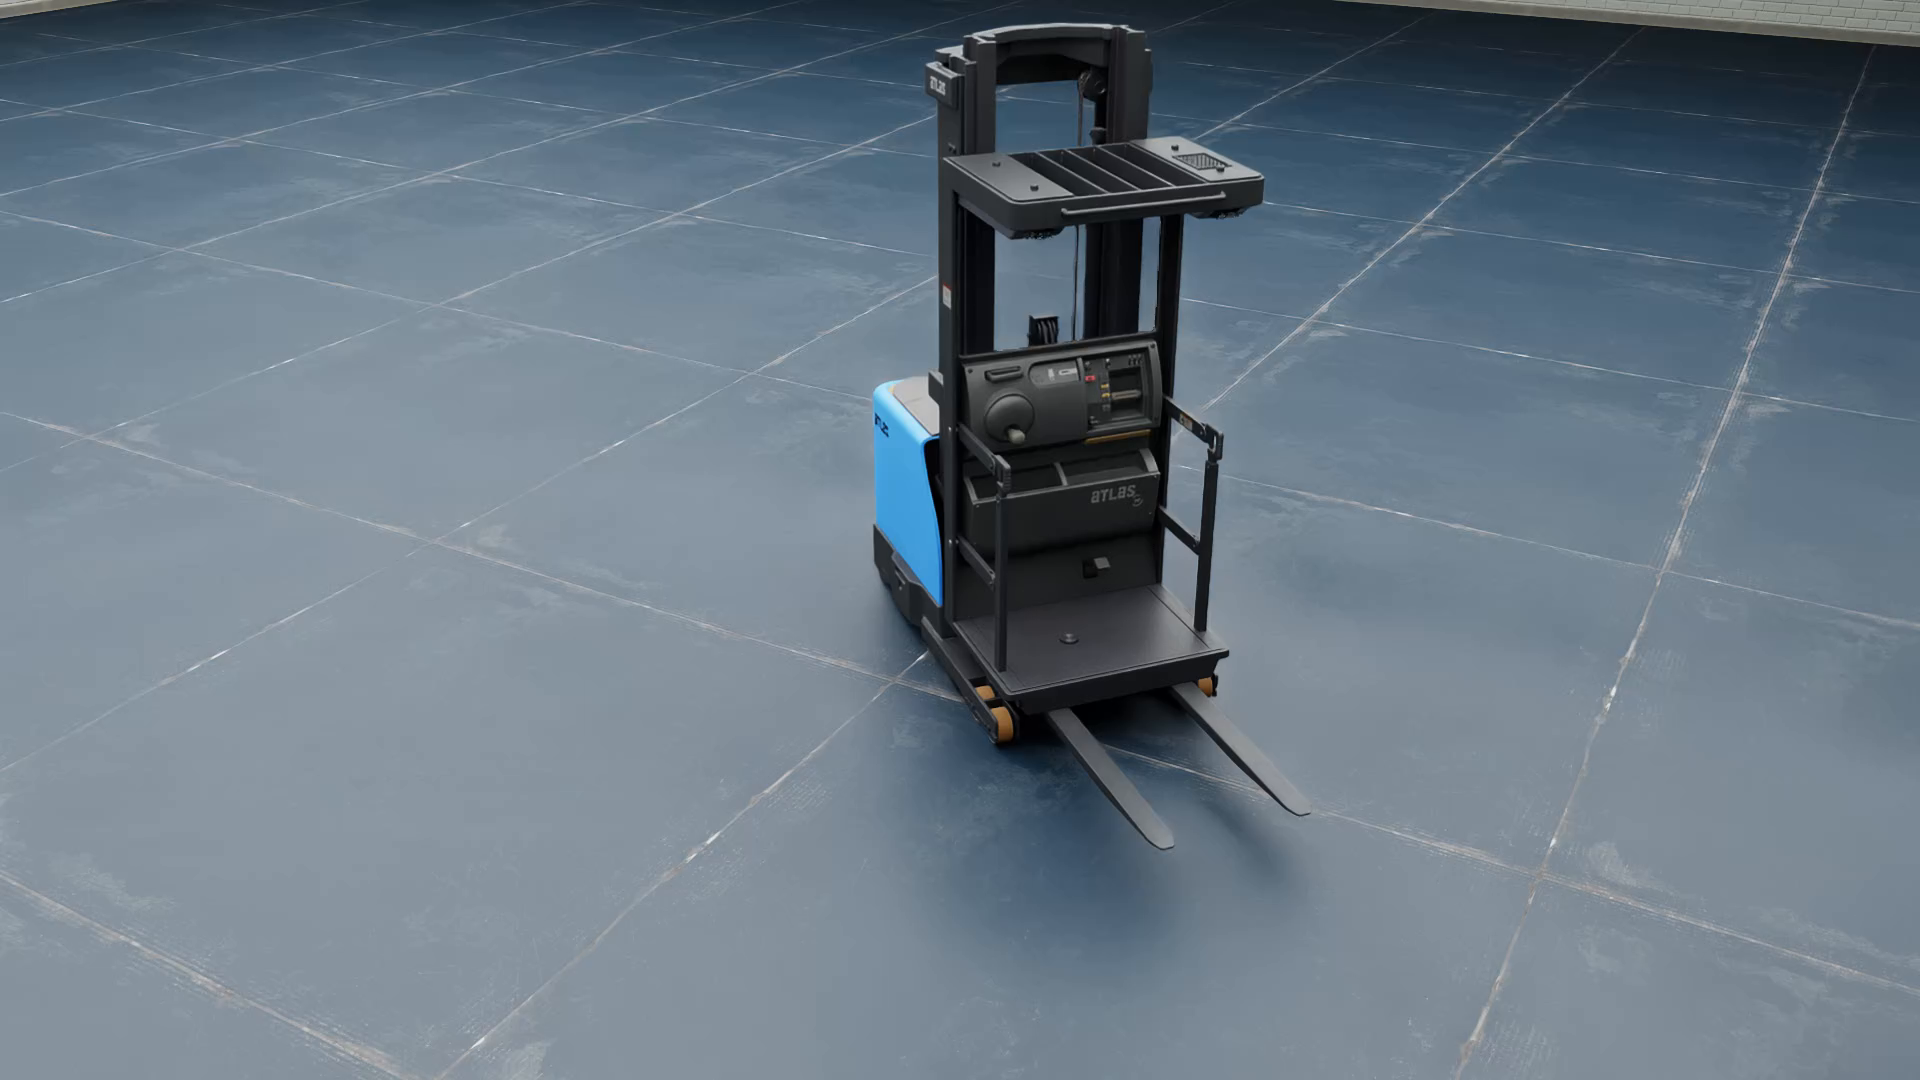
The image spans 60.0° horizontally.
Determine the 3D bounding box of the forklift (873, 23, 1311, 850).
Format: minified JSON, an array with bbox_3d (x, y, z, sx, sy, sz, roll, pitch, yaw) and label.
[{"bbox_3d":[0.543,-0.610,7.195,1.130,2.935,3.031,-10,28,-19],"label":"forklift"}]
